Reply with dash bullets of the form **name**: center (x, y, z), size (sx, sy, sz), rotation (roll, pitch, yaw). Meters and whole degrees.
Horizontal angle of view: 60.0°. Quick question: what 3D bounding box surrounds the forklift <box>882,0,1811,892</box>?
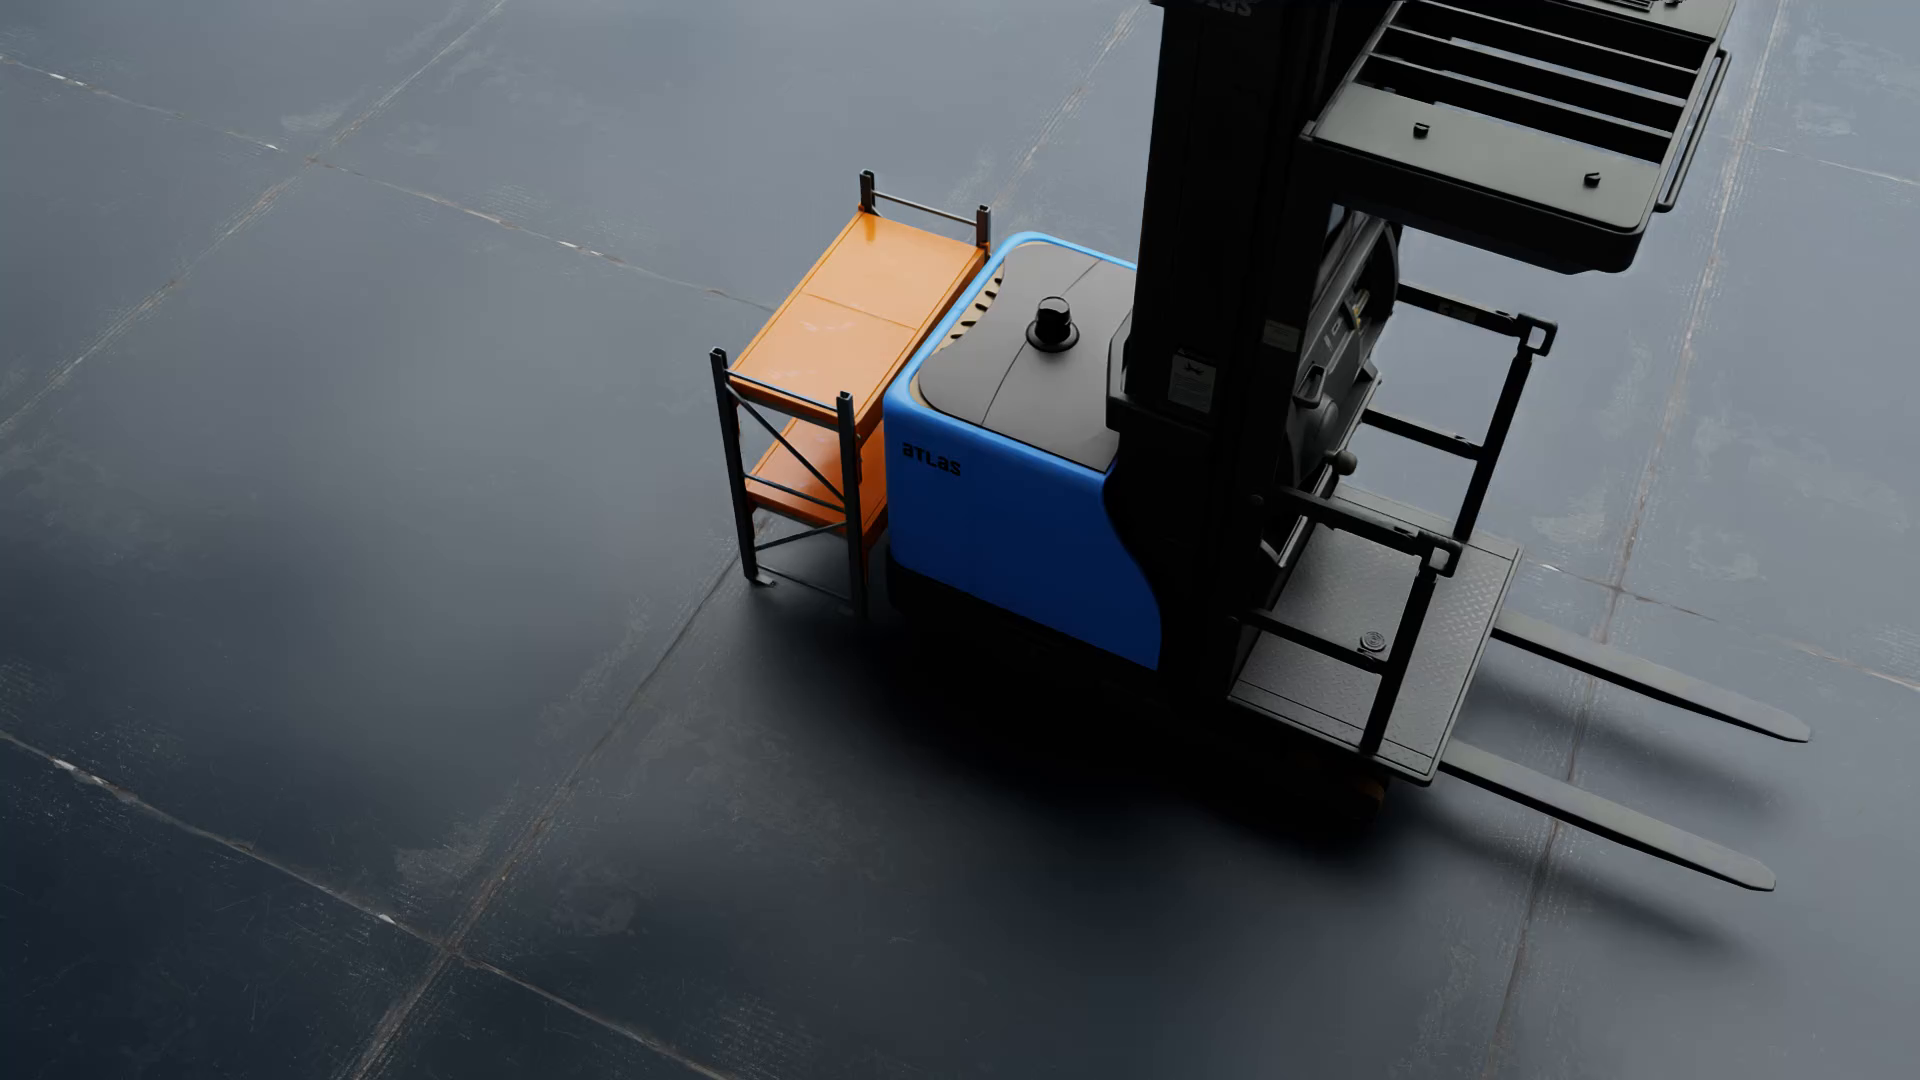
- **forklift**: center (1.285, -0.500, 4.751), size (3.031, 2.935, 1.130), rotation (22, 53, 18)

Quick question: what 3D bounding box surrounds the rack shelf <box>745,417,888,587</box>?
- **rack shelf**: center (-0.344, -0.350, 6.130), size (0.538, 0.278, 1.000), rotation (20, 53, 16)

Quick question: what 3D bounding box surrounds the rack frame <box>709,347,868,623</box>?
- **rack frame**: center (-0.565, -0.160, 5.647), size (0.500, 1.125, 0.032), rotation (20, 53, 16)

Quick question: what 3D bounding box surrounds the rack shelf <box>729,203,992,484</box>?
- **rack shelf**: center (-0.344, -0.698, 5.721), size (0.538, 0.278, 1.000), rotation (20, 53, 16)

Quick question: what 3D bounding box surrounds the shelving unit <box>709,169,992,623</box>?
- **shelving unit**: center (-0.344, -0.508, 5.944), size (0.538, 1.125, 1.048), rotation (20, 53, 16)

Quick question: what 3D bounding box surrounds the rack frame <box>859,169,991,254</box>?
- **rack frame**: center (-0.124, -0.857, 6.241), size (0.500, 1.125, 0.032), rotation (20, 53, 16)
